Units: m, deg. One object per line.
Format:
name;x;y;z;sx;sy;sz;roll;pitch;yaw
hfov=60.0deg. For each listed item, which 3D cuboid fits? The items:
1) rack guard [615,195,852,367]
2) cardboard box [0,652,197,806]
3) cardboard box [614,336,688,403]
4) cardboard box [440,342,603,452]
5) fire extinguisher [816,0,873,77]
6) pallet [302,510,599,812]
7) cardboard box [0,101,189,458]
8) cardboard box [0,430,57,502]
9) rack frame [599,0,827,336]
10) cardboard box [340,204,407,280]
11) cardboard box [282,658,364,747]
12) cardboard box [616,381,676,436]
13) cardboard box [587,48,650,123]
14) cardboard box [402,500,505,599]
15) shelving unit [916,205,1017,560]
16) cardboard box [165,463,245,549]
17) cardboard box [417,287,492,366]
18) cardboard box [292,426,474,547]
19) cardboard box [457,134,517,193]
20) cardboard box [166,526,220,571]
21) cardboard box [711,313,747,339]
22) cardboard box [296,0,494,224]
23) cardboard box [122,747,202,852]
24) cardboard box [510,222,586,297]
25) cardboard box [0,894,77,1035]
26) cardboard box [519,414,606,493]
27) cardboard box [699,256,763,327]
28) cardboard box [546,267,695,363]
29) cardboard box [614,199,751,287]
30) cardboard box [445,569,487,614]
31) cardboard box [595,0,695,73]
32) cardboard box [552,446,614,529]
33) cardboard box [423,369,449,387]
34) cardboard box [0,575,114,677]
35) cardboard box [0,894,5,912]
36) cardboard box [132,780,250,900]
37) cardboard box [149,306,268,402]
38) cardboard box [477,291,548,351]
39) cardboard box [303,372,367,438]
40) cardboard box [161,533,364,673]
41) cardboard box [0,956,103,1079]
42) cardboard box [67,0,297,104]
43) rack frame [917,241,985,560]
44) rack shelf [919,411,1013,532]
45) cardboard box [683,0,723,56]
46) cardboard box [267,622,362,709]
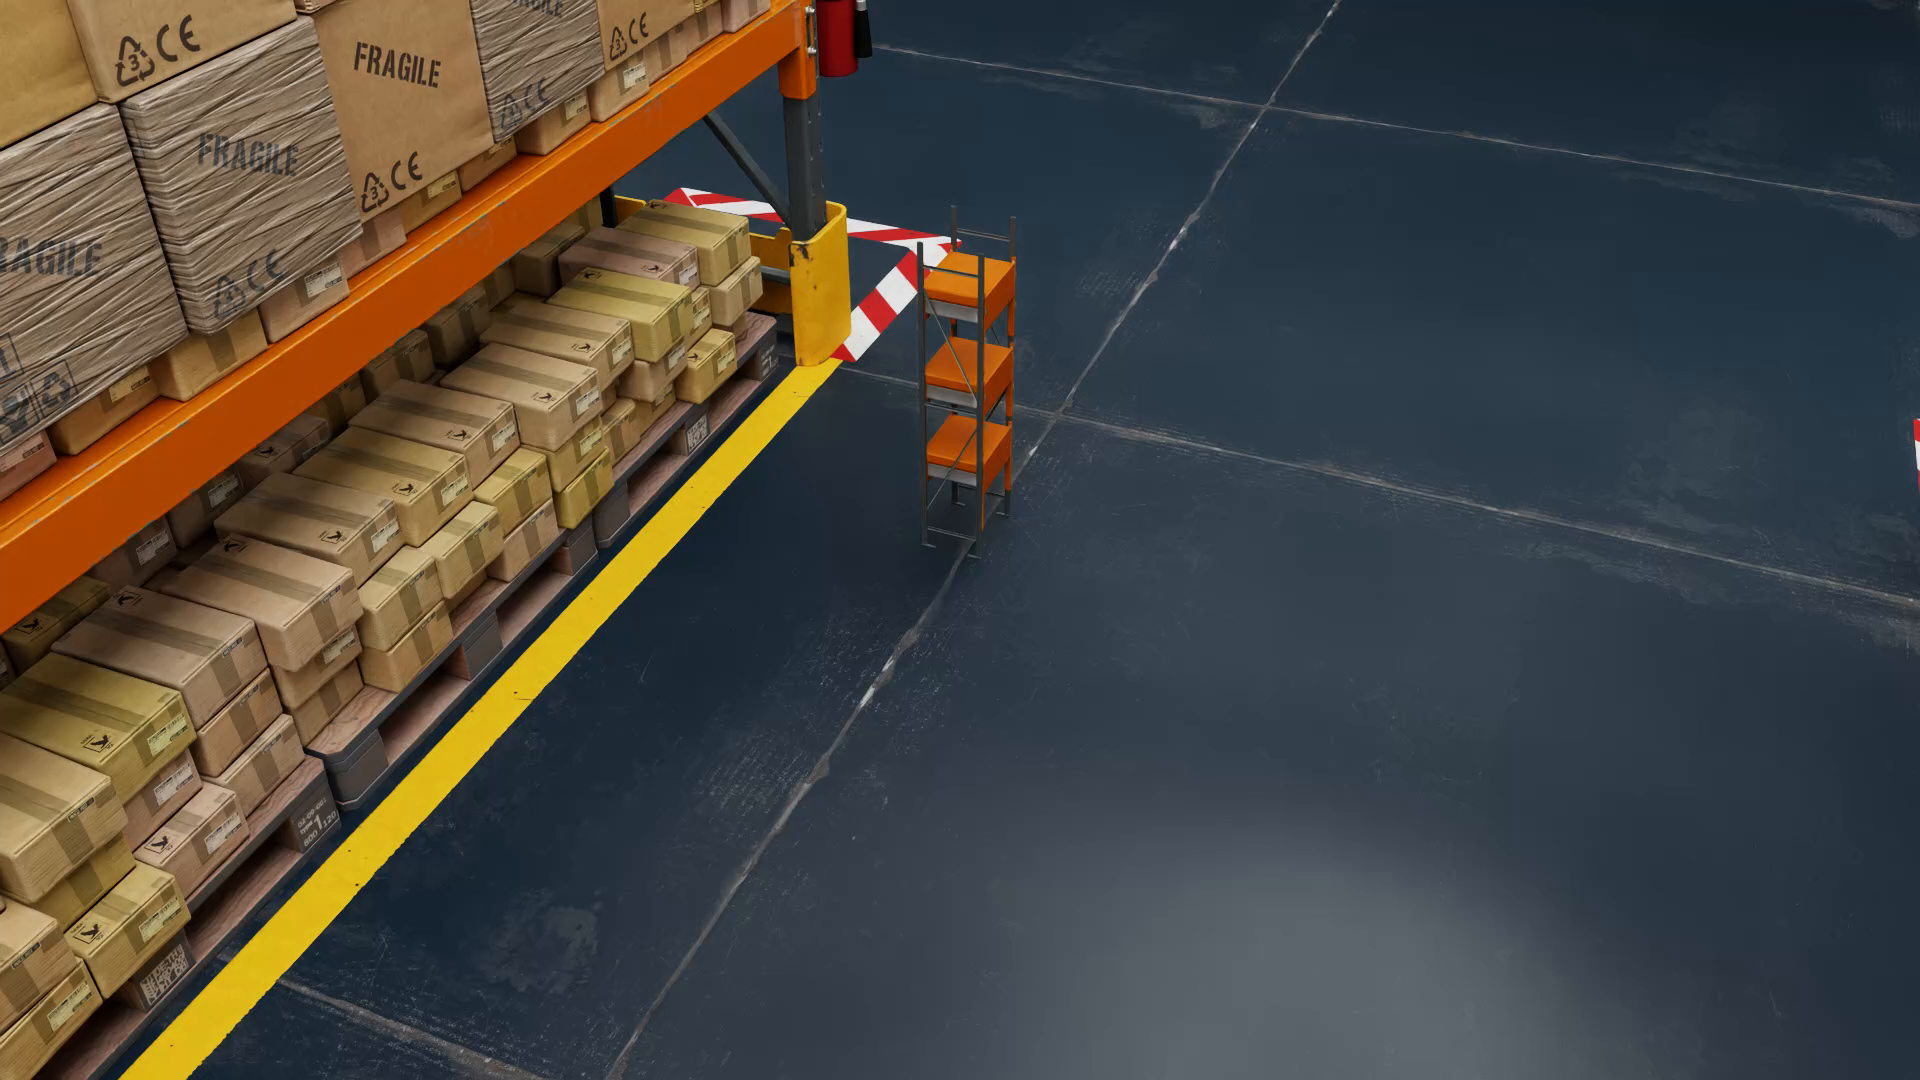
rack guard;-0.997;-1.051;6.239;1.175;0.500;0.348;14;39;18
cardboard box;-1.957;0.422;3.714;0.380;0.149;0.250;13;39;17
cardboard box;-1.101;-0.595;5.322;0.380;0.149;0.250;12;38;16
cardboard box;-1.273;-0.420;4.840;0.380;0.149;0.250;15;39;19
fire extinguisher;-0.446;-1.949;5.728;0.296;0.674;0.183;14;39;18
pallet;-1.805;0.179;4.834;1.003;0.211;1.213;14;39;18
cardboard box;-1.887;-0.532;3.124;0.500;0.500;0.500;14;39;18
cardboard box;-1.997;-0.181;3.197;0.380;0.149;0.250;12;38;16
rack frame;-0.968;-2.095;5.547;1.000;3.000;0.127;14;39;18
cardboard box;-1.565;-0.761;3.972;0.380;0.149;0.250;15;39;19
cardboard box;-1.786;0.360;4.294;0.380;0.149;0.250;12;38;16
cardboard box;-1.160;-0.490;5.430;0.380;0.149;0.250;14;39;18
cardboard box;-1.117;-1.331;4.735;0.380;0.149;0.250;15;39;19
cardboard box;-1.480;-0.009;4.538;0.380;0.149;0.250;14;39;18
shelving unit;0.020;-0.450;4.975;0.215;1.050;0.252;14;39;18
cardboard box;-2.167;-0.140;4.465;0.380;0.149;0.250;13;39;16
cardboard box;-1.708;-0.700;5.215;0.380;0.149;0.250;12;38;16
cardboard box;-1.549;-0.148;4.475;0.380;0.149;0.250;14;39;18
cardboard box;-1.403;-1.056;4.367;0.380;0.149;0.250;12;38;16
cardboard box;-2.102;0.017;4.504;0.380;0.149;0.250;12;38;16
cardboard box;-0.976;-0.782;5.821;0.380;0.149;0.250;14;39;18
cardboard box;-1.485;-1.106;3.892;0.500;0.500;0.500;16;40;20
cardboard box;-1.984;0.543;3.800;0.380;0.149;0.250;14;39;17
cardboard box;-1.476;-0.966;5.571;0.380;0.149;0.250;15;39;19
cardboard box;-2.056;0.847;3.394;0.380;0.149;0.250;16;40;20
cardboard box;-1.286;-0.305;4.935;0.380;0.149;0.250;14;39;18
cardboard box;-0.905;-0.883;5.708;0.380;0.149;0.250;13;39;17
cardboard box;-1.065;-0.710;5.228;0.380;0.149;0.250;13;39;17
cardboard box;-0.935;-1.008;5.627;0.380;0.149;0.250;14;39;18
cardboard box;-1.569;0.075;4.675;0.380;0.149;0.250;15;39;19
cardboard box;-1.102;-1.662;4.637;0.500;0.500;0.500;13;39;17
cardboard box;-1.281;-0.195;5.036;0.380;0.149;0.250;12;38;16
cardboard box;-1.784;-0.428;5.099;0.380;0.149;0.250;12;38;16
cardboard box;-2.276;0.183;4.033;0.380;0.149;0.250;15;39;19
cardboard box;-2.168;0.712;3.326;0.380;0.149;0.250;15;39;20
cardboard box;-1.907;0.668;3.881;0.380;0.149;0.250;14;39;18
cardboard box;-1.732;-0.455;3.563;0.380;0.149;0.250;15;39;19
cardboard box;-1.573;-0.714;5.482;0.380;0.149;0.250;14;39;18
cardboard box;-1.964;-0.413;4.831;0.380;0.149;0.250;14;39;18
cardboard box;-1.707;0.150;4.078;0.380;0.149;0.250;15;39;19
cardboard box;-2.055;0.965;3.484;0.380;0.149;0.250;12;38;16
cardboard box;-1.690;-1.196;3.178;0.500;0.500;0.500;14;39;18
rack frame;-0.026;-0.383;4.885;0.200;1.050;0.008;14;39;18
rack shelf;0.020;-0.219;5.148;0.215;0.259;0.240;14;39;18
cardboard box;-0.960;-1.620;5.122;0.380;0.149;0.250;14;39;18
cardboard box;-1.752;0.247;4.196;0.380;0.149;0.250;16;40;20
